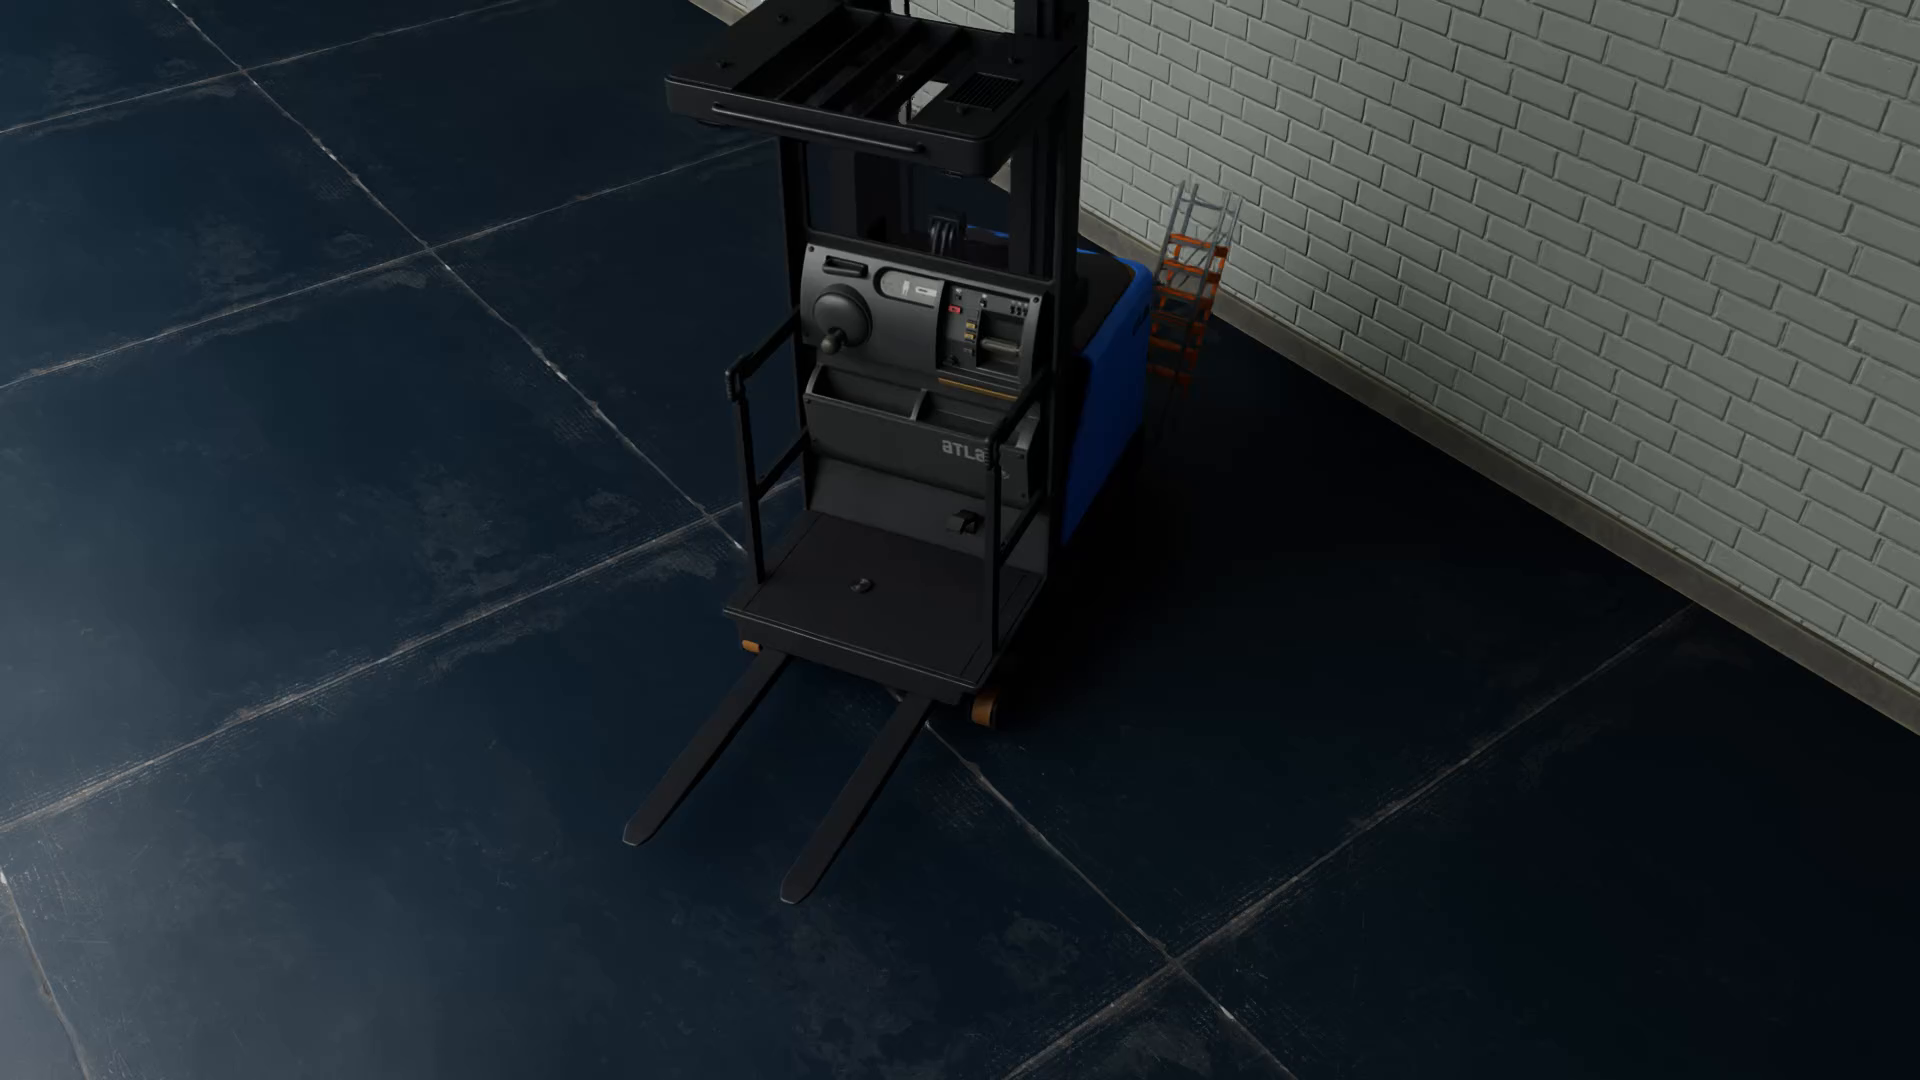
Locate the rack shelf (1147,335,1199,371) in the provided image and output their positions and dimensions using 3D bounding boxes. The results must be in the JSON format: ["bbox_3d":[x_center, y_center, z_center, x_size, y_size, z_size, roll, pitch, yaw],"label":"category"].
[{"bbox_3d":[0.941,-0.857,7.619,0.258,0.103,0.180,21,15,23],"label":"rack shelf"}]

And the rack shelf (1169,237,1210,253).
[{"bbox_3d":[1.065,-1.326,7.501,0.199,0.020,0.166,21,15,23],"label":"rack shelf"}]

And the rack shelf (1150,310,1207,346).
[{"bbox_3d":[0.970,-0.969,7.590,0.258,0.103,0.180,21,15,23],"label":"rack shelf"}]

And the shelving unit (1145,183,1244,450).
[{"bbox_3d":[0.982,-1.011,7.582,0.258,1.200,0.184,21,15,23],"label":"shelving unit"}]

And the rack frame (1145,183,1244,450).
[{"bbox_3d":[1.023,-1.021,7.661,0.240,1.200,0.006,21,15,23],"label":"rack frame"}]

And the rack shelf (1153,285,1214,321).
[{"bbox_3d":[1.000,-1.082,7.562,0.258,0.103,0.180,21,15,23],"label":"rack shelf"}]

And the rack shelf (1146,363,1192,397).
[{"bbox_3d":[0.911,-0.744,7.647,0.258,0.103,0.180,21,15,23],"label":"rack shelf"}]

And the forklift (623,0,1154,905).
[{"bbox_3d":[-0.232,-0.678,5.871,1.129,2.797,3.031,16,42,18],"label":"forklift"}]

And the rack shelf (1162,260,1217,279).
[{"bbox_3d":[1.037,-1.220,7.527,0.221,0.034,0.171,21,15,23],"label":"rack shelf"}]
